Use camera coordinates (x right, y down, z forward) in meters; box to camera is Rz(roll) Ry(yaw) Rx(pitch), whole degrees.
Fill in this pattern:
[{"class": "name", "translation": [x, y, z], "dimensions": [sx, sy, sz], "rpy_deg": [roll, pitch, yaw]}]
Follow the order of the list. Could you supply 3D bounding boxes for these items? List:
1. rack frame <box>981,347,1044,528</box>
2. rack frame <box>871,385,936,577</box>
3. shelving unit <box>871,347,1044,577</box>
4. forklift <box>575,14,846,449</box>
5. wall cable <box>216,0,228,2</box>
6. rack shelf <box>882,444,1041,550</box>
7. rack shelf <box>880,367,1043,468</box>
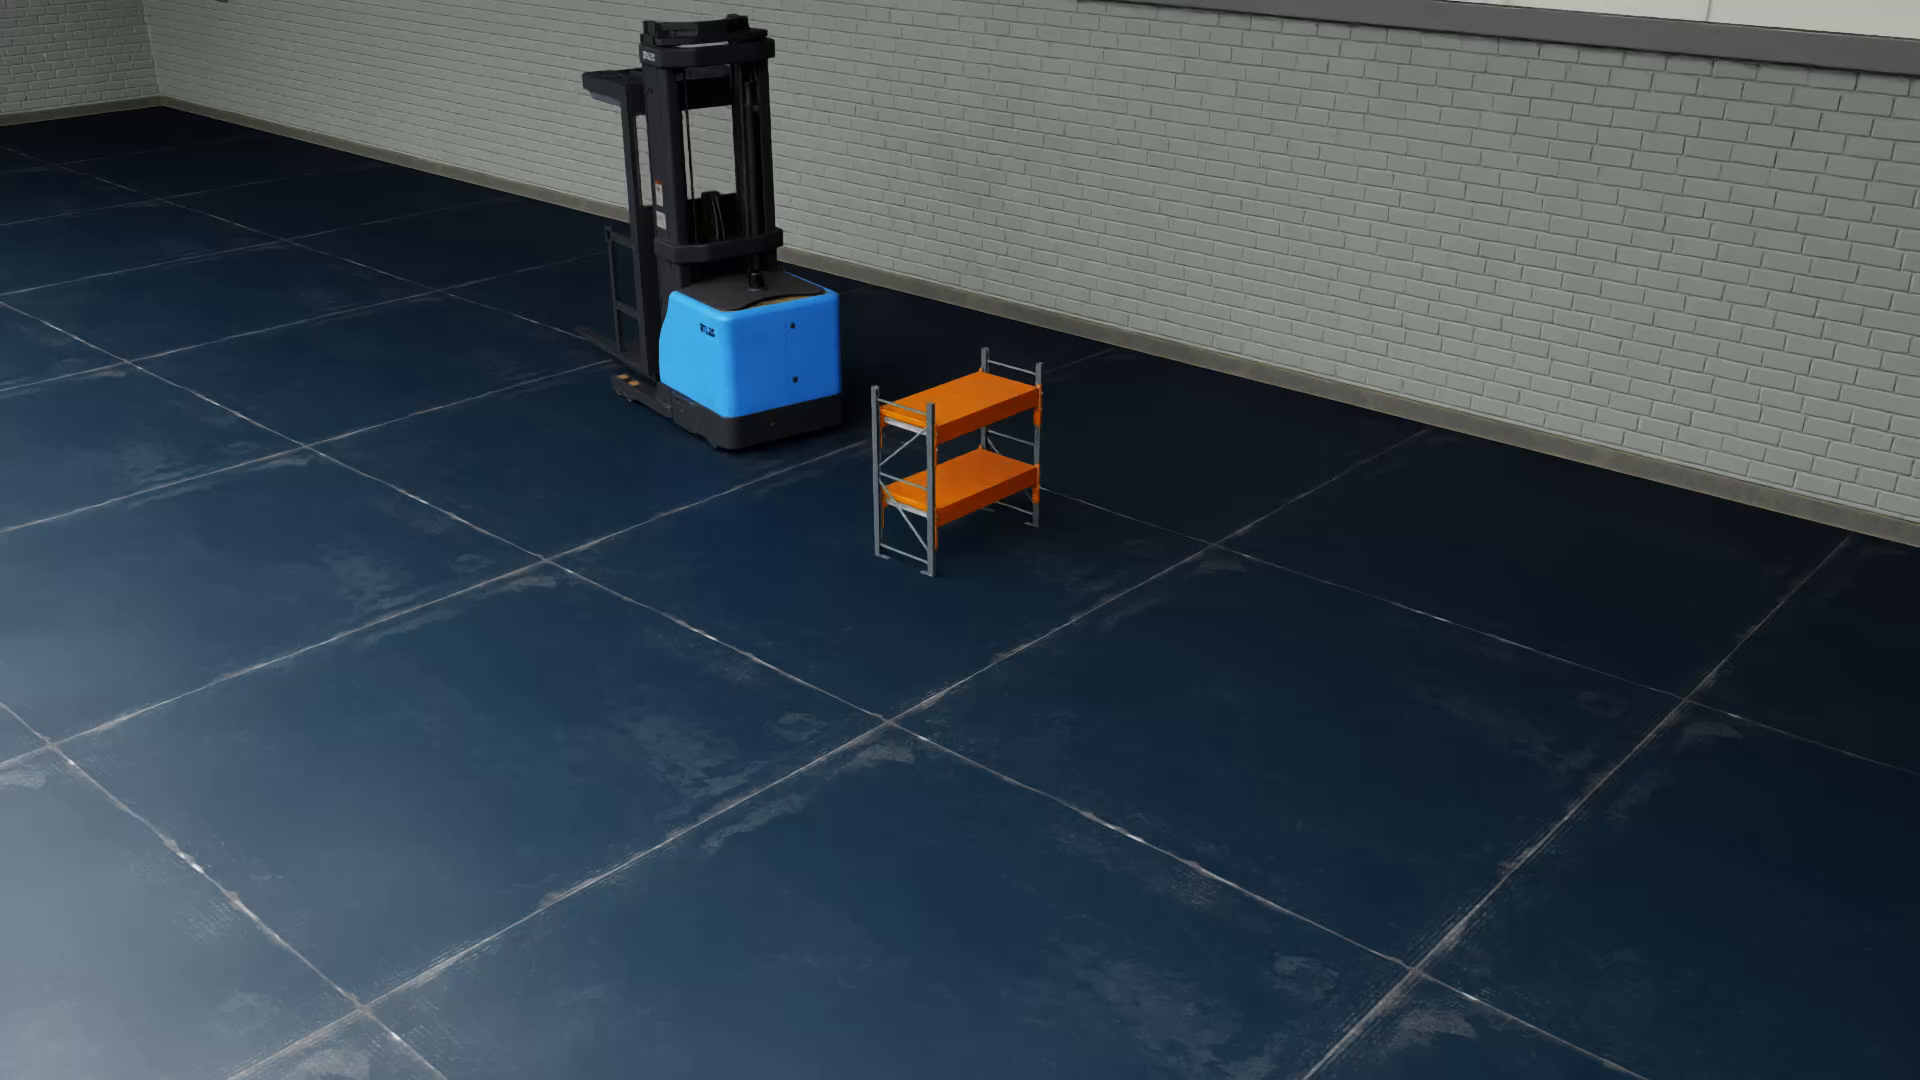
[{"class": "rack frame", "translation": [0.335, -0.666, 10.861], "dimensions": [0.500, 1.125, 0.032], "rpy_deg": [20, 31, 38]}, {"class": "rack frame", "translation": [-0.344, -0.356, 10.170], "dimensions": [0.500, 1.125, 0.032], "rpy_deg": [20, 31, 38]}, {"class": "shelving unit", "translation": [-0.005, -0.511, 10.515], "dimensions": [0.538, 1.125, 1.048], "rpy_deg": [20, 31, 38]}, {"class": "forklift", "translation": [-2.140, -2.537, 12.827], "dimensions": [1.130, 2.935, 3.031], "rpy_deg": [-17, 29, -33]}, {"class": "wall cable", "translation": [-11.295, -9.016, 23.655], "dimensions": [3.097, 2.526, 0.112], "rpy_deg": [20, 31, 38]}, {"class": "rack shelf", "translation": [-0.005, -0.288, 10.615], "dimensions": [0.538, 0.278, 1.000], "rpy_deg": [20, 31, 38]}, {"class": "rack shelf", "translation": [-0.005, -0.778, 10.396], "dimensions": [0.538, 0.278, 1.000], "rpy_deg": [20, 31, 38]}]
